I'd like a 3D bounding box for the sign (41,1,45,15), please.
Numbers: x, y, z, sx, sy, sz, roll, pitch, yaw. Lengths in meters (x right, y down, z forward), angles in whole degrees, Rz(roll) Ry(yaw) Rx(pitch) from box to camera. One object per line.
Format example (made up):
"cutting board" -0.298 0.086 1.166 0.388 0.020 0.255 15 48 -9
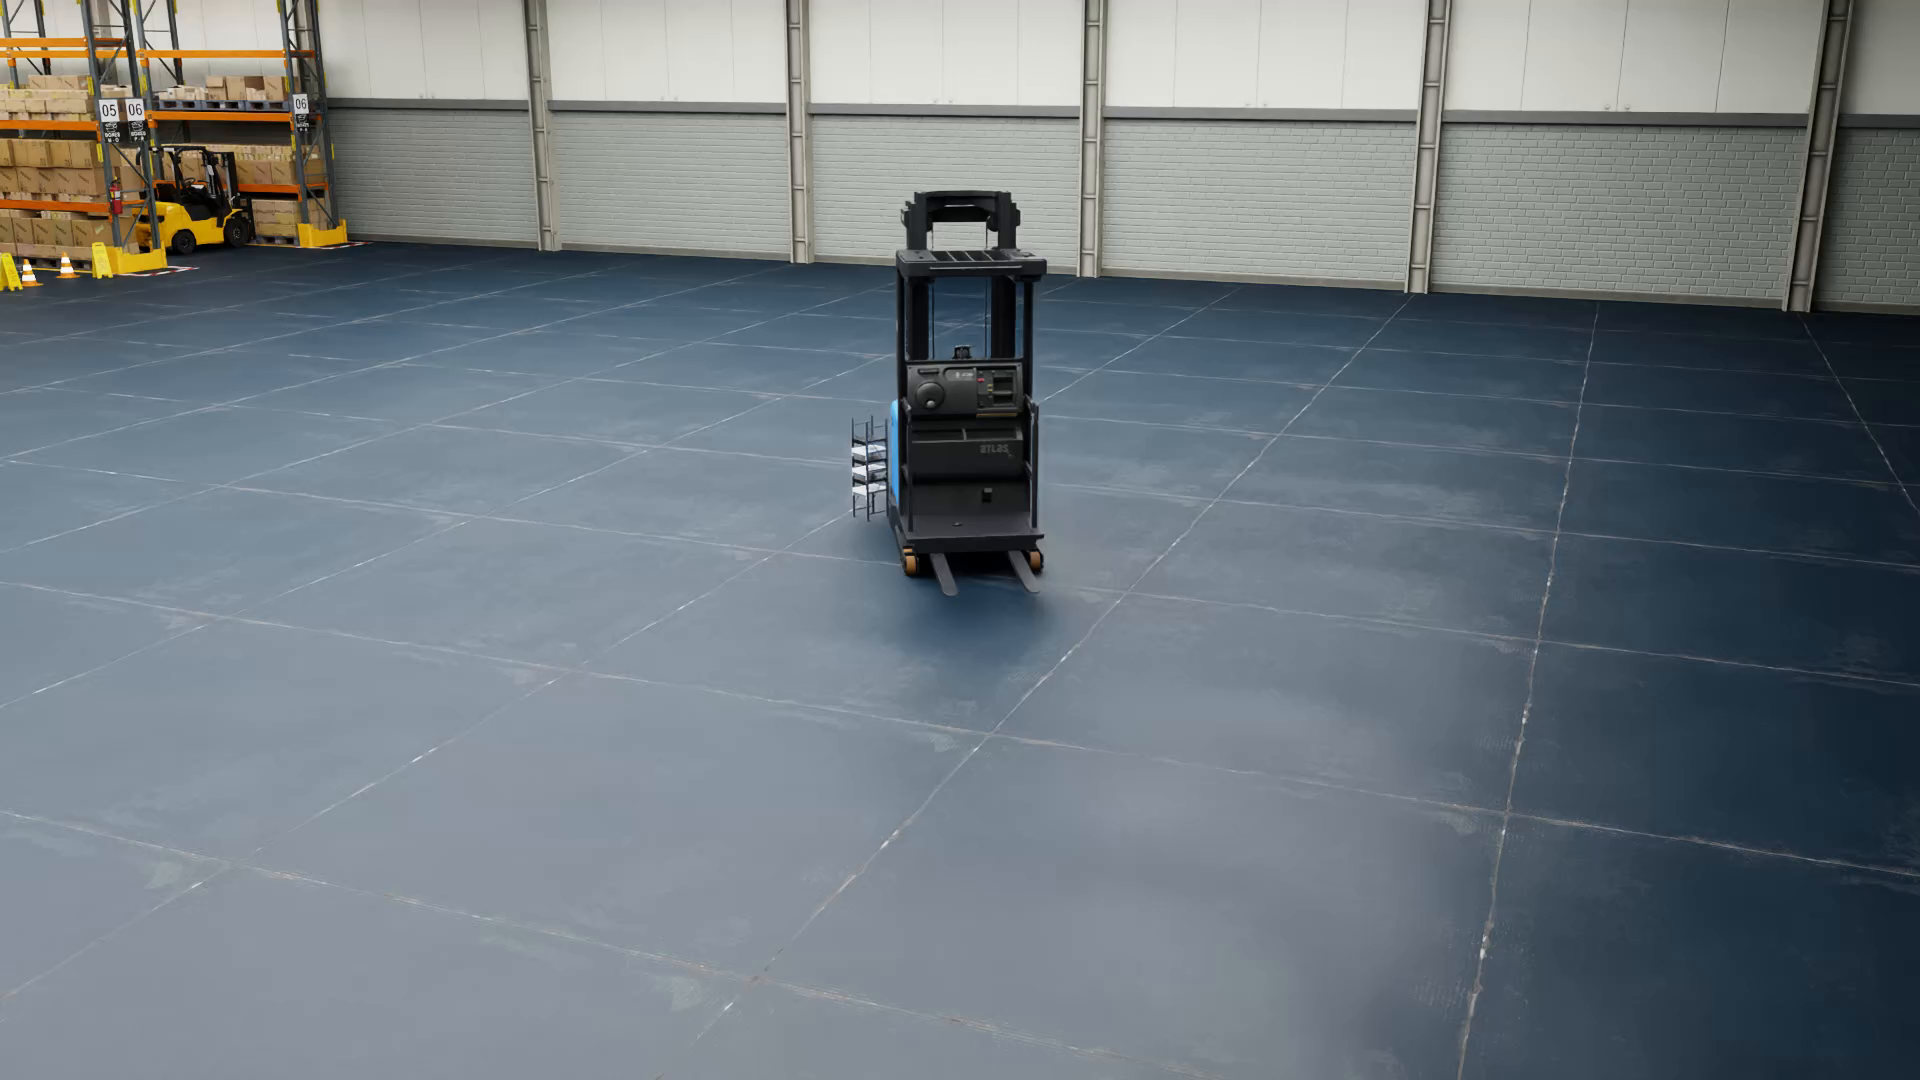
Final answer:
"sign" -21.243 -12.308 38.470 0.005 0.325 0.100 6 17 21

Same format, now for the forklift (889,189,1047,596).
"forklift" 0.069 -1.223 13.129 1.130 2.935 3.031 -2 16 -6

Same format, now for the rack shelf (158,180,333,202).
"rack shelf" -15.861 -7.799 36.947 4.000 0.370 1.077 6 17 21

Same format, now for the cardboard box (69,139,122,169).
"cardboard box" -16.374 -7.319 31.497 0.500 0.500 0.700 6 17 19

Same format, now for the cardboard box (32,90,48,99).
"cardboard box" -17.387 -8.470 31.610 0.250 0.149 0.380 6 17 19

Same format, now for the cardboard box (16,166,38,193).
"cardboard box" -17.817 -6.988 32.152 0.500 0.500 0.500 6 17 21

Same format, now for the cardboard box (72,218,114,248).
"cardboard box" -16.660 -5.908 31.976 0.500 0.500 0.500 6 17 21

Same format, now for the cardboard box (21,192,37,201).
"cardboard box" -17.933 -6.673 32.231 0.250 0.149 0.380 6 17 20

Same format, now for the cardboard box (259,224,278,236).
"cardboard box" -15.013 -6.840 36.534 0.500 0.250 0.500 6 17 21

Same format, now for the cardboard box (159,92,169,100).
"cardboard box" -17.416 -9.794 36.667 0.250 0.149 0.380 7 17 22

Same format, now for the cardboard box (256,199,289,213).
"cardboard box" -15.021 -7.318 36.386 0.500 0.250 0.500 7 17 22

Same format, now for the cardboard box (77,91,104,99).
"cardboard box" -16.242 -8.313 31.068 0.250 0.149 0.380 6 17 21

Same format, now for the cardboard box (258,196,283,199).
"cardboard box" -15.306 -7.503 37.025 0.500 0.250 0.500 6 17 20

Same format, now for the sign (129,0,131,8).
"sign" -15.619 -10.160 31.214 0.005 0.325 0.100 6 17 21

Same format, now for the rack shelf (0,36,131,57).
"rack shelf" -17.679 -9.390 31.676 4.000 0.370 1.077 6 17 21

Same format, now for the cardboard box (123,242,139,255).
"cardboard box" -16.467 -5.687 32.563 0.500 0.250 0.500 6 17 20

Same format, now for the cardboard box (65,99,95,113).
"cardboard box" -16.393 -8.146 31.207 0.500 0.250 0.500 6 17 20

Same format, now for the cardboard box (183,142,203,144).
"cardboard box" -17.314 -8.897 37.563 0.250 0.149 0.380 6 17 21

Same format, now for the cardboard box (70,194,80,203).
"cardboard box" -16.752 -6.543 31.782 0.250 0.149 0.380 6 17 20

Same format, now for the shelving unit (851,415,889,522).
"shelving unit" -0.798 -0.638 14.759 0.258 0.900 0.210 -14 21 -39

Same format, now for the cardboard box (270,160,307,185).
"cardboard box" -14.555 -7.970 36.067 0.500 0.500 0.500 6 17 19

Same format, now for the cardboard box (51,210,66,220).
"cardboard box" -17.258 -6.266 32.046 0.250 0.149 0.380 7 17 22

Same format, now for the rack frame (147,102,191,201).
"rack frame" -17.722 -8.349 37.552 0.127 3.000 1.000 6 17 21

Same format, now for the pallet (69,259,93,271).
"pallet" -16.632 -5.413 32.440 1.213 0.211 1.003 6 17 21

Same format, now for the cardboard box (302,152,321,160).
"cardboard box" -14.221 -8.401 36.389 0.250 0.149 0.380 6 17 19

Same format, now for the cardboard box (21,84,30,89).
"cardboard box" -21.684 -10.570 38.844 0.250 0.149 0.380 6 17 19

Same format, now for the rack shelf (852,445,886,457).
"rack shelf" -0.798 -0.779 14.718 0.258 0.077 0.200 -14 21 -39

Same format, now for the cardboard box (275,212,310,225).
"cardboard box" -14.568 -7.030 36.290 0.500 0.250 0.500 6 17 20

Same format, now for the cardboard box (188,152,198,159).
"cardboard box" -16.825 -8.518 36.790 0.250 0.149 0.380 7 17 22

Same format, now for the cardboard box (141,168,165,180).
"cardboard box" -18.287 -8.260 37.516 0.500 0.250 0.500 7 17 22

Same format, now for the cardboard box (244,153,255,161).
"cardboard box" -15.386 -8.366 36.269 0.250 0.149 0.380 6 17 19

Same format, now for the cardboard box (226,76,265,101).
"cardboard box" -15.418 -9.791 36.026 0.500 0.500 0.700 6 17 21

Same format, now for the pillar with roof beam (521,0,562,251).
"pillar with roof beam" -10.316 -9.395 30.396 0.400 9.000 9.100 6 17 21

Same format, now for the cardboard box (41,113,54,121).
"cardboard box" -17.192 -8.045 31.576 0.250 0.149 0.380 6 17 20

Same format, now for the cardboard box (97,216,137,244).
"cardboard box" -16.490 -6.050 32.466 0.500 0.500 0.500 6 17 19

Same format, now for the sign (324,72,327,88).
"sign" -13.792 -9.981 36.085 0.005 0.325 0.100 6 17 21

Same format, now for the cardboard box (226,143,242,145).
"cardboard box" -16.134 -8.758 37.083 0.250 0.149 0.380 6 17 20

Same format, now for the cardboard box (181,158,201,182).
"cardboard box" -16.914 -8.235 36.979 0.500 0.500 0.500 7 17 22

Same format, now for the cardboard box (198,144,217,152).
"cardboard box" -16.564 -8.642 36.685 0.250 0.149 0.380 6 17 20

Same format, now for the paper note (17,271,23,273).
"paper note" -18.012 -5.127 31.780 0.148 0.019 0.142 0 16 1

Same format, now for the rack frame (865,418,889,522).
"rack frame" -0.731 -0.617 14.685 0.240 0.900 0.006 -14 21 -39

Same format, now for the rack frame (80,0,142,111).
"rack frame" -15.819 -9.533 30.870 0.127 3.000 1.000 6 17 21

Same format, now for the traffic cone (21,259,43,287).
"traffic cone" -16.783 -4.820 29.948 0.334 0.463 0.336 6 17 21

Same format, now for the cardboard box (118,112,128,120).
"cardboard box" -16.008 -8.090 31.730 0.250 0.149 0.380 6 17 21

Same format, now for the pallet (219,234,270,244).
"pallet" -15.859 -6.793 37.194 1.213 0.211 1.003 6 17 21

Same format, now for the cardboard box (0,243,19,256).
"cardboard box" -18.589 -5.760 32.814 0.500 0.250 0.500 7 18 24

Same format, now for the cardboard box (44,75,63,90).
"cardboard box" -20.352 -10.333 37.895 0.500 0.500 0.700 6 17 20

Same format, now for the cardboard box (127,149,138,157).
"cardboard box" -18.576 -8.746 37.577 0.250 0.149 0.380 6 17 21

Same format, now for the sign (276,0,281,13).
"sign" -14.213 -11.168 34.685 0.005 0.325 0.100 6 17 21

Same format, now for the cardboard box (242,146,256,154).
"cardboard box" -15.393 -8.504 36.208 0.250 0.149 0.380 7 18 22
